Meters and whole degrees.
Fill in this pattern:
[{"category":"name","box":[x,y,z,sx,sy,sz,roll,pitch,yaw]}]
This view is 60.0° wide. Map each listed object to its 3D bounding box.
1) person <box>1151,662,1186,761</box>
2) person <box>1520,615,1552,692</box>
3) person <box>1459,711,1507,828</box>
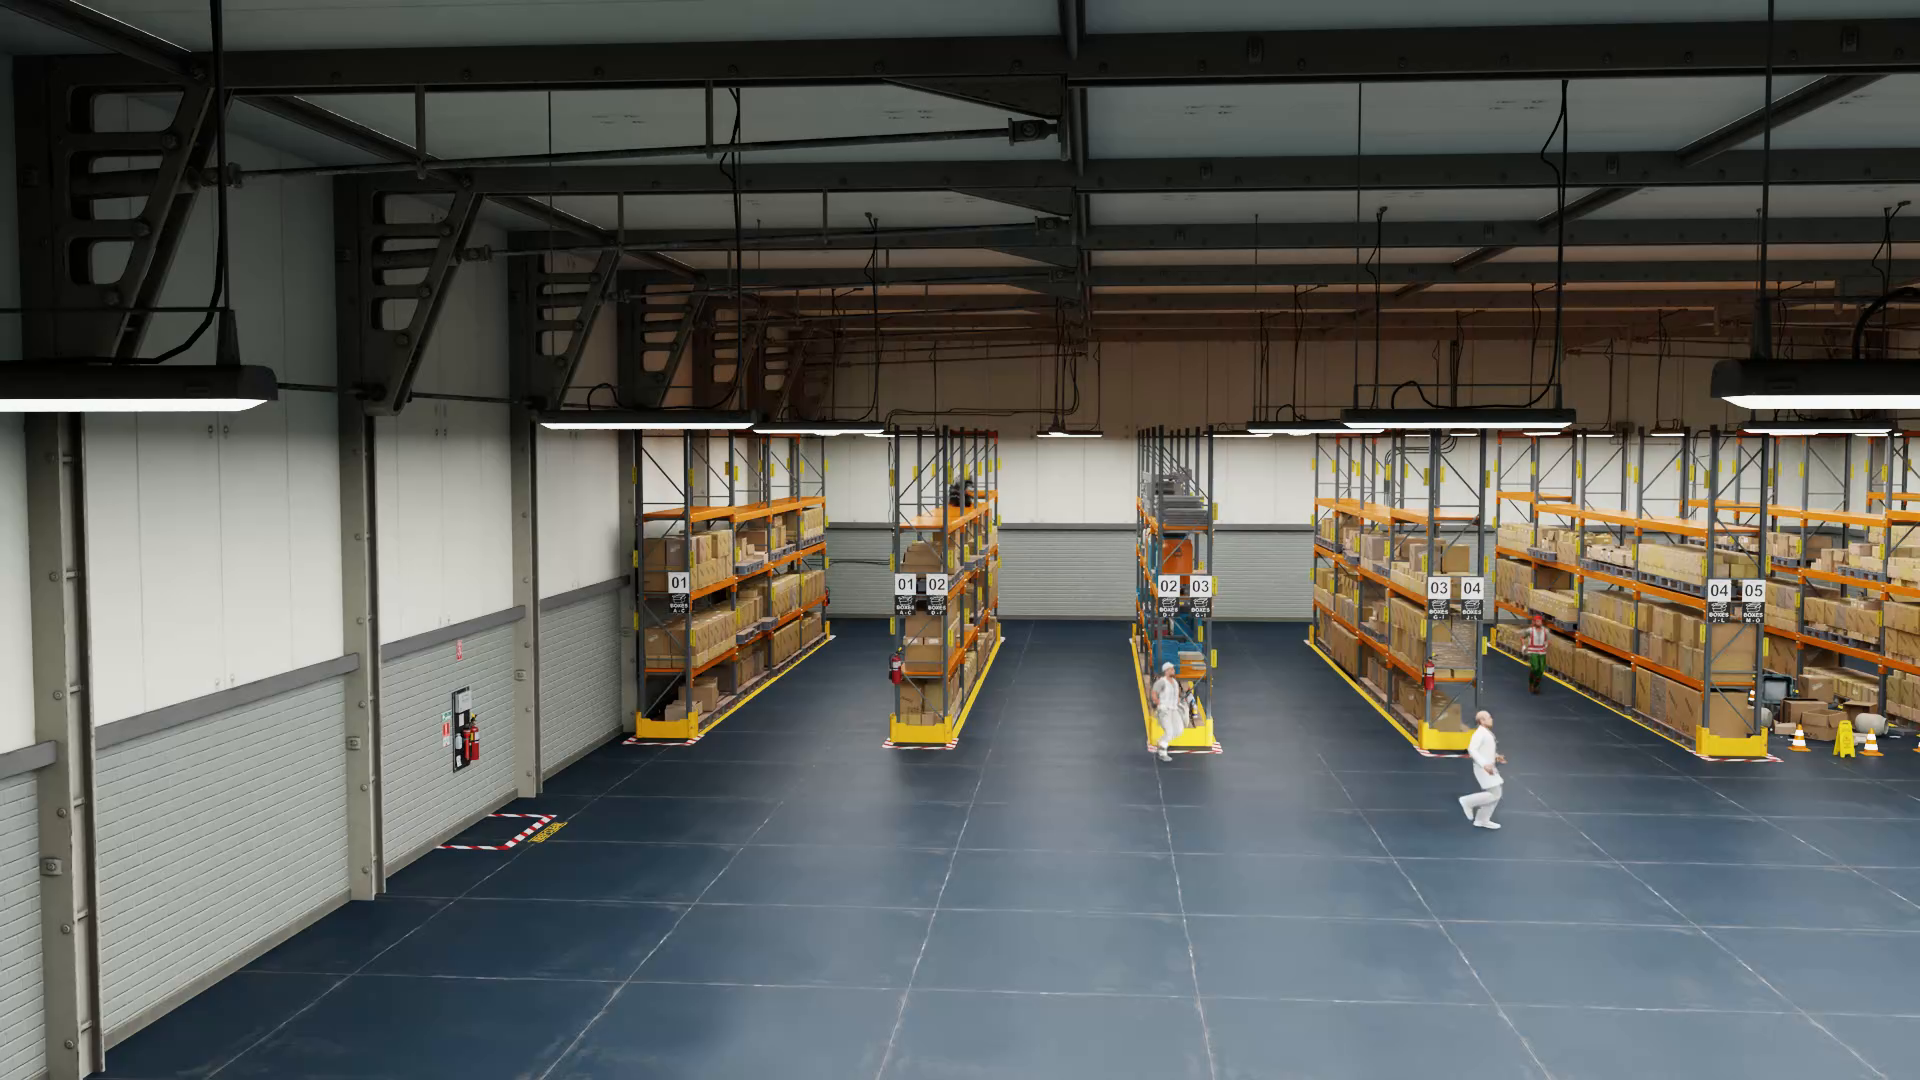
[{"category":"person","box":[3.771,3.071,29.826,0.699,1.733,0.522,-3,4,-39]},{"category":"person","box":[13.042,2.573,37.522,0.649,1.742,0.642,0,3,1]},{"category":"person","box":[7.726,3.385,24.545,0.638,1.733,0.710,2,4,25]}]
